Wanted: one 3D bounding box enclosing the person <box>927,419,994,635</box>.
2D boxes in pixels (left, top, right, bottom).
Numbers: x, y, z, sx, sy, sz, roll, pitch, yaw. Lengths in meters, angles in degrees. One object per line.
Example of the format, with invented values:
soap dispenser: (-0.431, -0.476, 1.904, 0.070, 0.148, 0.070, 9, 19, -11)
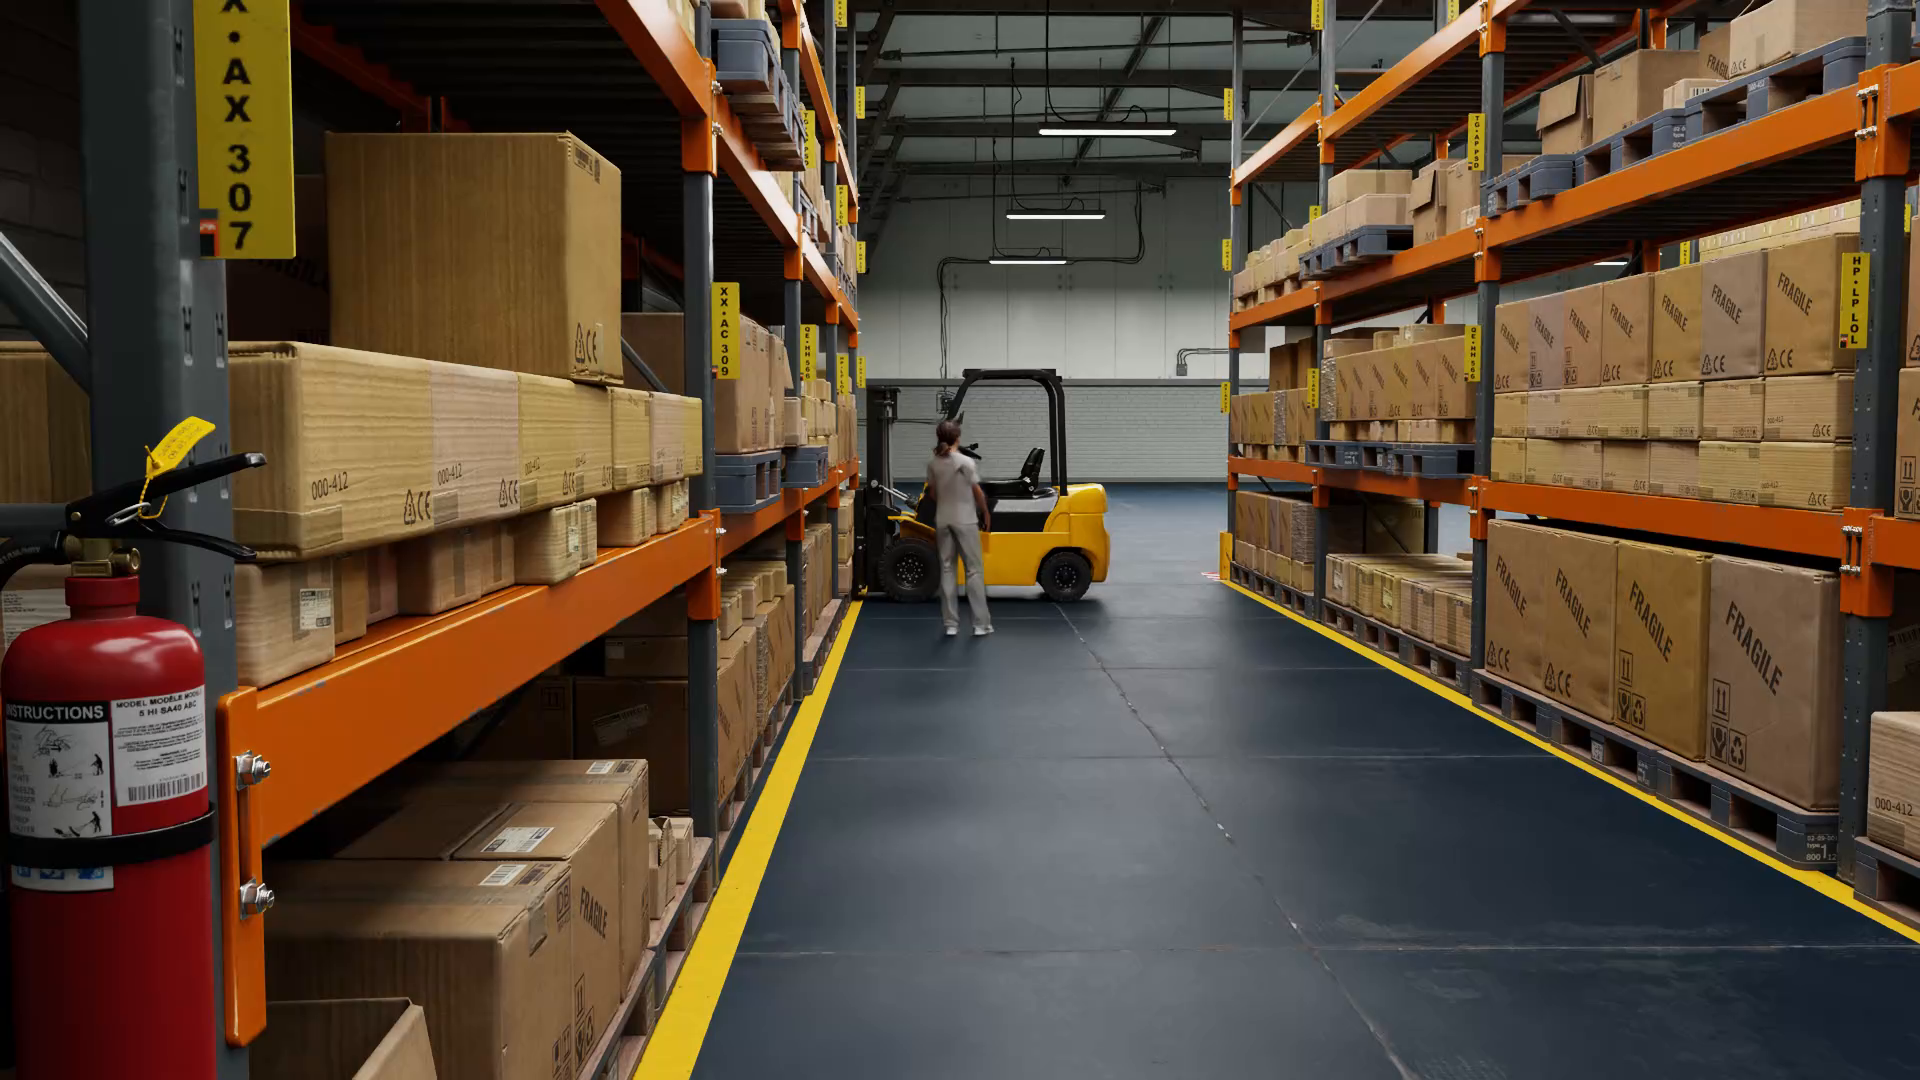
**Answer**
person: (-0.003, -0.093, 12.909, 0.484, 1.658, 0.519, 2, 5, 32)
